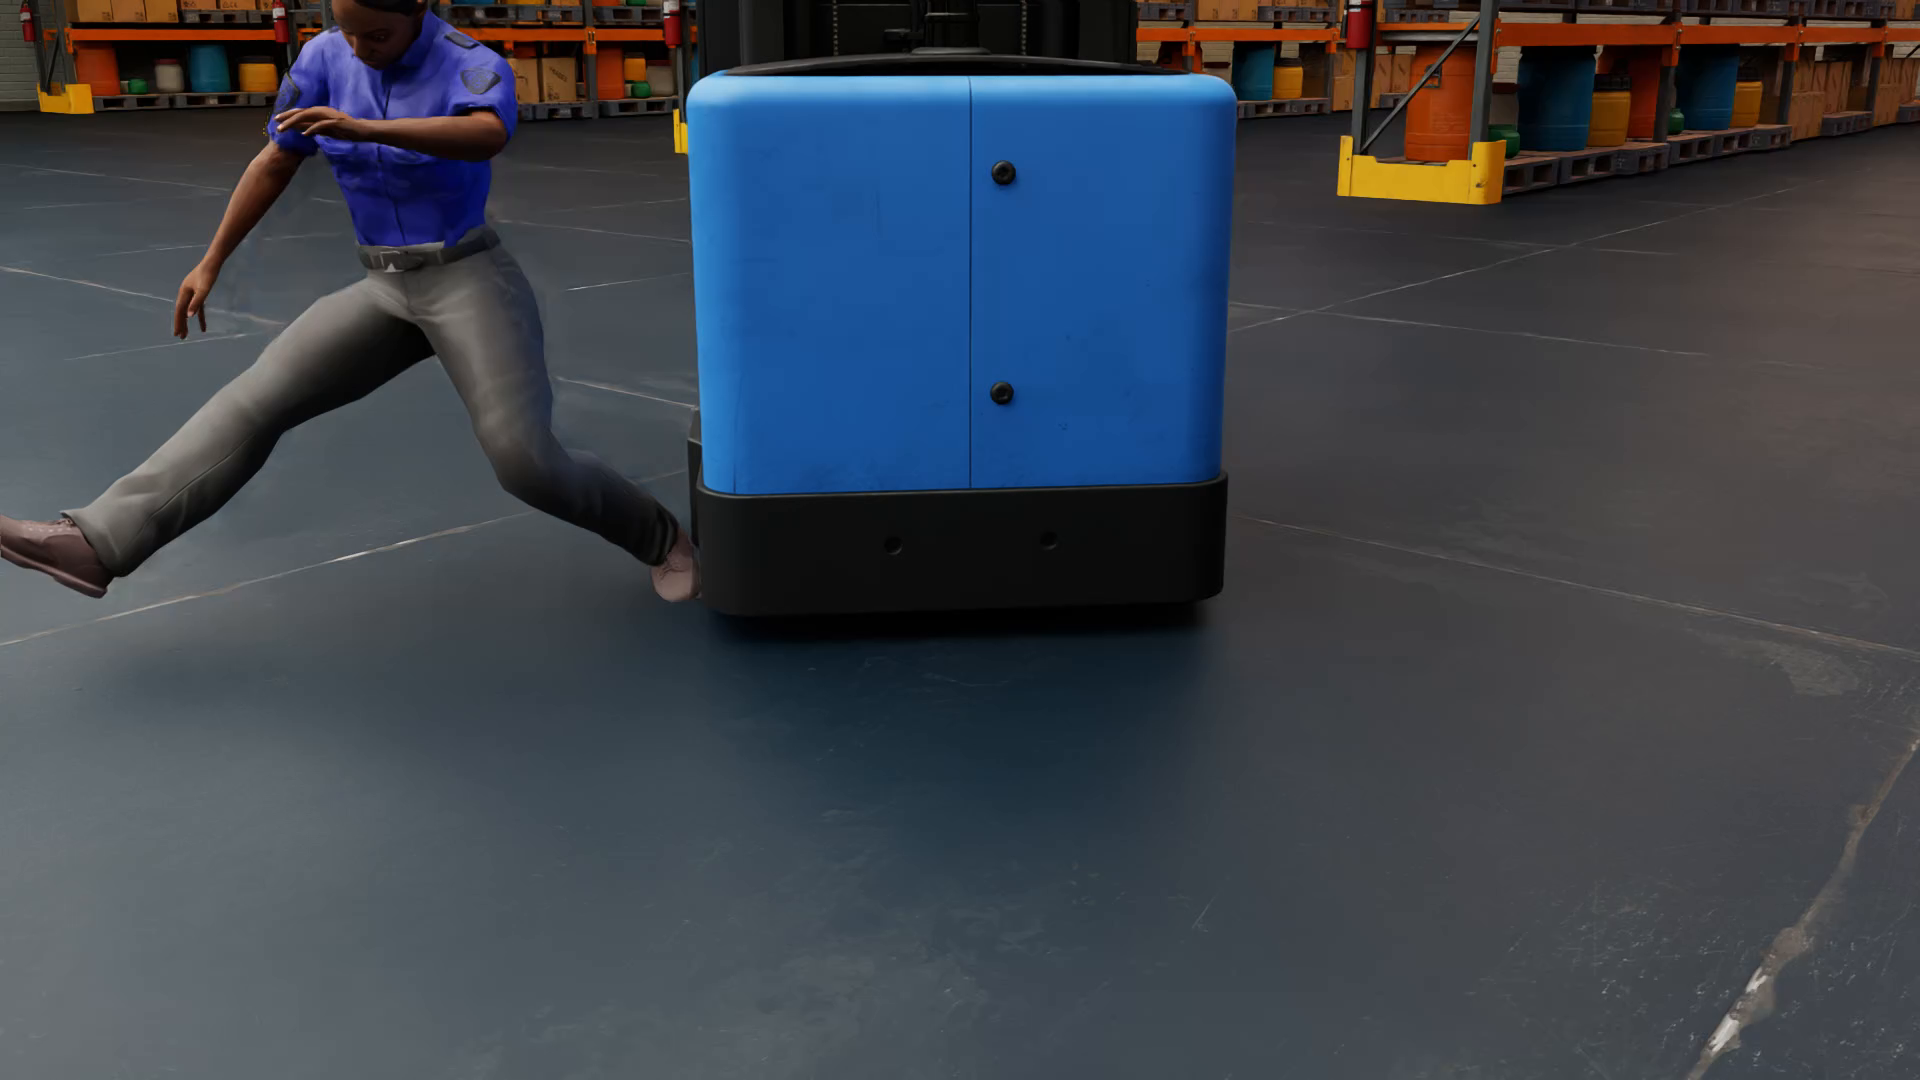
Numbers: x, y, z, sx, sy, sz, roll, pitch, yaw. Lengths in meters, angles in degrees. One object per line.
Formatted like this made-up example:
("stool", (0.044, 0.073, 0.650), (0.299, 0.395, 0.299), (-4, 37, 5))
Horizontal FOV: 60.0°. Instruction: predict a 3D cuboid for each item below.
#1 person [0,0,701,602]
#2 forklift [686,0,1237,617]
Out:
("person", (-1.170, -0.449, 3.221), (1.038, 1.372, 1.108), (7, 18, 22))
("forklift", (-0.131, -1.635, 4.282), (1.130, 2.935, 3.031), (-2, 17, -6))
